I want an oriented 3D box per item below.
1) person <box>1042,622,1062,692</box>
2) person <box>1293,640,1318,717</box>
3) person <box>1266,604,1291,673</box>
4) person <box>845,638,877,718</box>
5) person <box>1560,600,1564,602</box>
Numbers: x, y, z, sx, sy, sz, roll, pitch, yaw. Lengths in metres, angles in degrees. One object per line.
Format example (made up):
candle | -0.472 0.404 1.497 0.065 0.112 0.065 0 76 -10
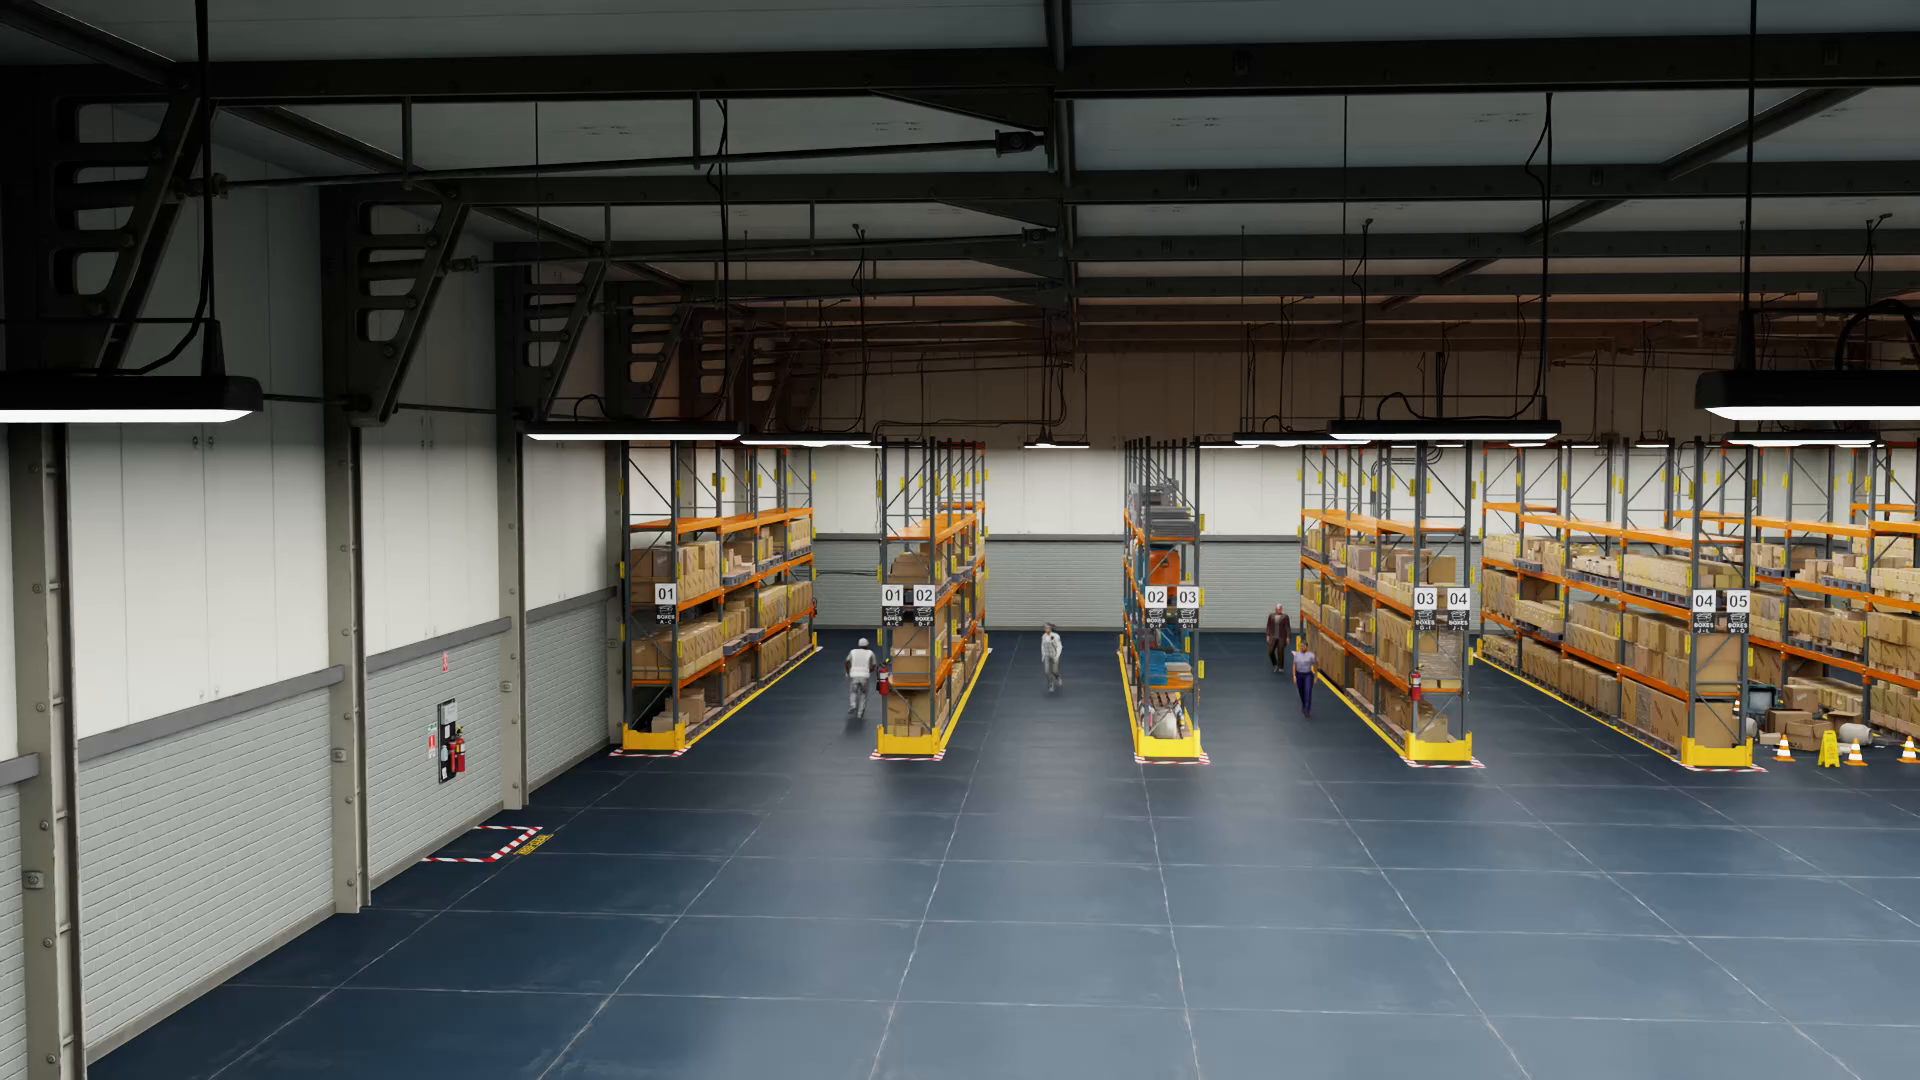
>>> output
person | 2.201 2.781 39.806 0.549 1.646 0.552 1 3 25
person | 7.427 2.976 35.889 0.552 1.607 0.892 2 4 32
person | 8.224 2.552 42.926 0.660 1.821 0.489 1 3 24
person | -2.149 2.968 35.952 0.685 1.675 0.786 0 3 6
person | 16.578 2.454 45.763 0.515 1.655 0.511 0 3 9
